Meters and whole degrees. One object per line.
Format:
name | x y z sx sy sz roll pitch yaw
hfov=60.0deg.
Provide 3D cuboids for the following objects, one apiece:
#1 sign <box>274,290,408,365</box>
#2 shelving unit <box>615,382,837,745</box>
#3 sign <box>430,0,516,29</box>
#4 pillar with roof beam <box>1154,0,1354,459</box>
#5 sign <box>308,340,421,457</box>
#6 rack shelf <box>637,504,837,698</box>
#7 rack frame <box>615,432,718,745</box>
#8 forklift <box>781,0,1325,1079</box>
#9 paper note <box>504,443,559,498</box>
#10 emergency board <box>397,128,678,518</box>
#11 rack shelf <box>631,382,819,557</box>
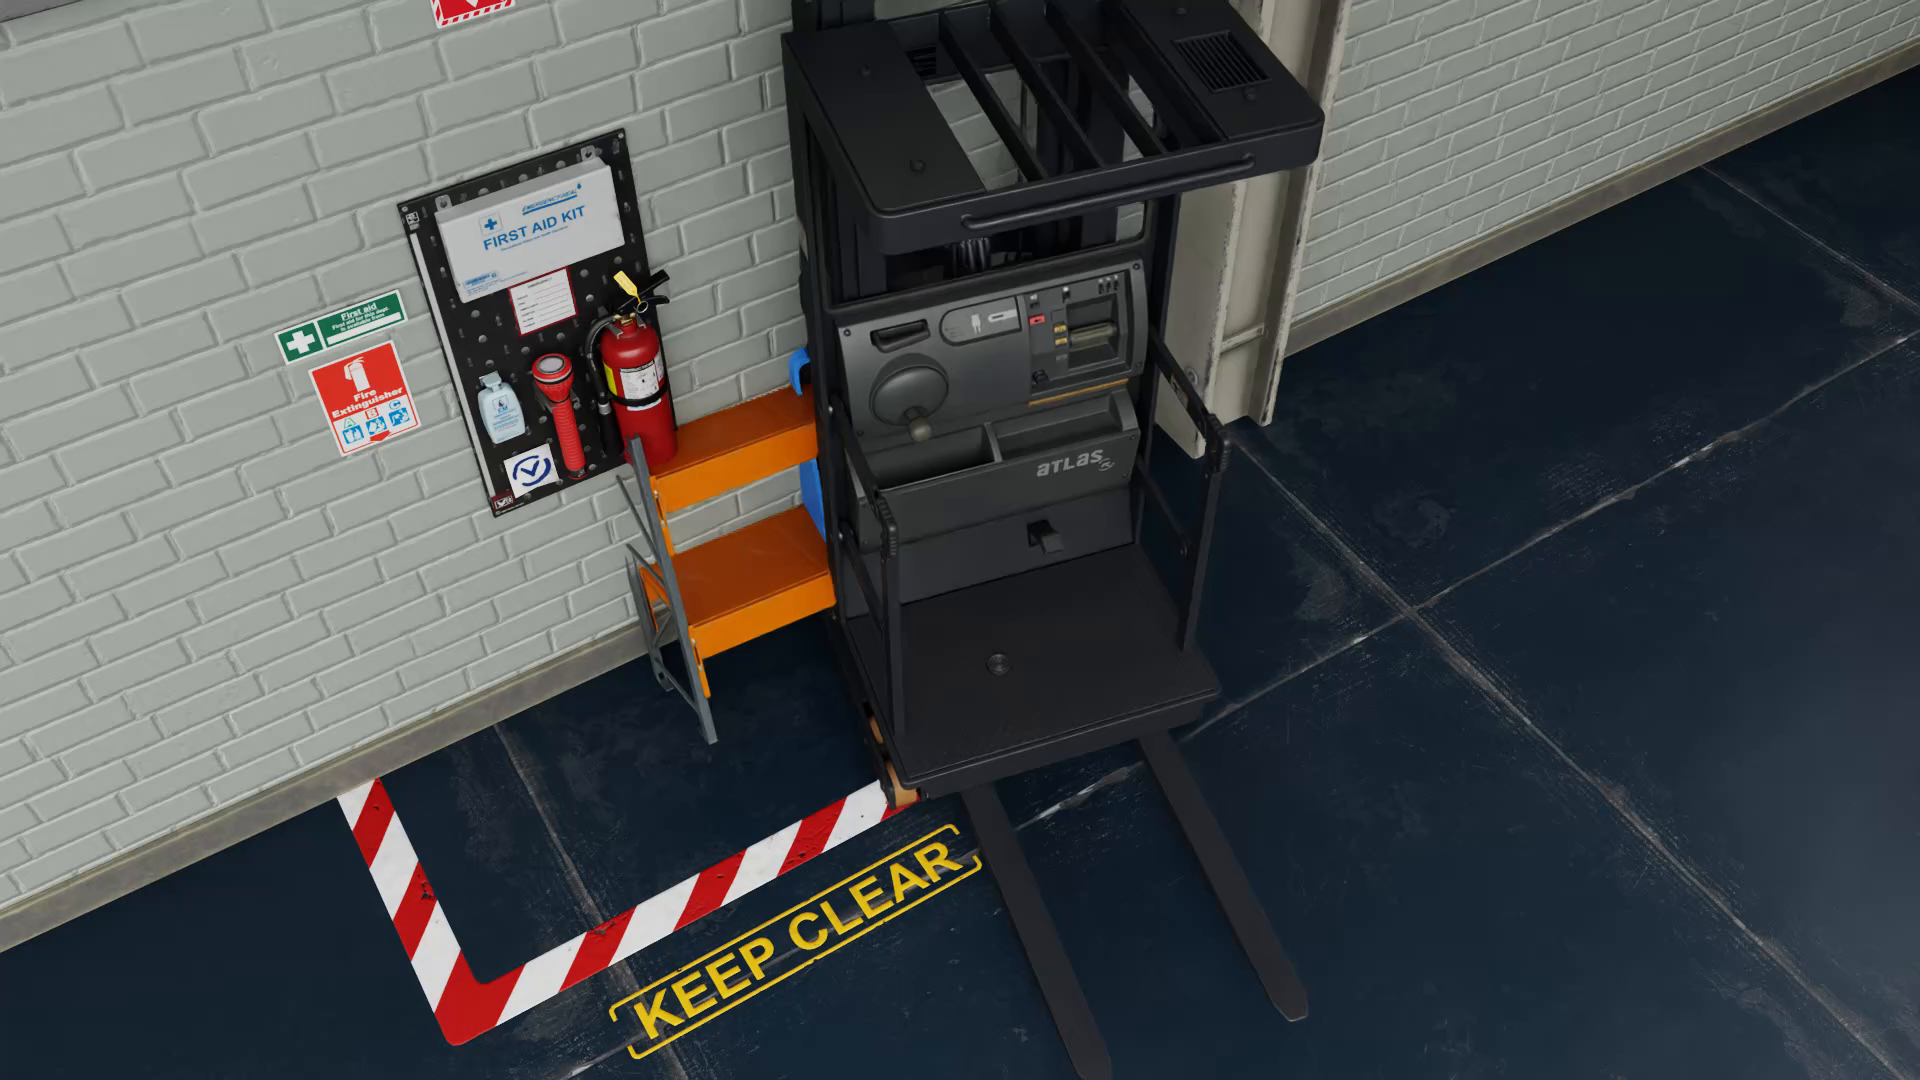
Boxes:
sign | -1.619 -0.558 4.360 0.331 0.109 0.001 -25 53 -21
shelving unit | -0.572 -0.089 5.563 1.048 1.125 0.538 -22 33 -22
sign | -1.165 -1.360 3.900 0.199 0.298 0.001 -25 53 -21
pillar with roof beam | 3.302 -0.766 0.906 0.400 9.000 9.100 -25 53 -21
sign | -1.628 -0.386 4.561 0.234 0.329 0.001 -25 53 -21
rack shelf | -0.539 0.121 5.685 1.000 0.278 0.538 -22 33 -22
rack frame | -1.006 0.090 5.370 0.032 1.125 0.500 -22 33 -22
forklift | 0.180 -0.454 4.691 1.130 2.935 3.031 -15 50 -13
paper note | -1.292 -0.209 5.018 0.142 0.148 0.016 -25 53 -21
emergency board | -1.105 -0.529 4.713 0.643 1.169 0.194 -25 53 -21
rack shelf | -0.610 -0.340 5.417 1.000 0.278 0.538 -22 33 -22
